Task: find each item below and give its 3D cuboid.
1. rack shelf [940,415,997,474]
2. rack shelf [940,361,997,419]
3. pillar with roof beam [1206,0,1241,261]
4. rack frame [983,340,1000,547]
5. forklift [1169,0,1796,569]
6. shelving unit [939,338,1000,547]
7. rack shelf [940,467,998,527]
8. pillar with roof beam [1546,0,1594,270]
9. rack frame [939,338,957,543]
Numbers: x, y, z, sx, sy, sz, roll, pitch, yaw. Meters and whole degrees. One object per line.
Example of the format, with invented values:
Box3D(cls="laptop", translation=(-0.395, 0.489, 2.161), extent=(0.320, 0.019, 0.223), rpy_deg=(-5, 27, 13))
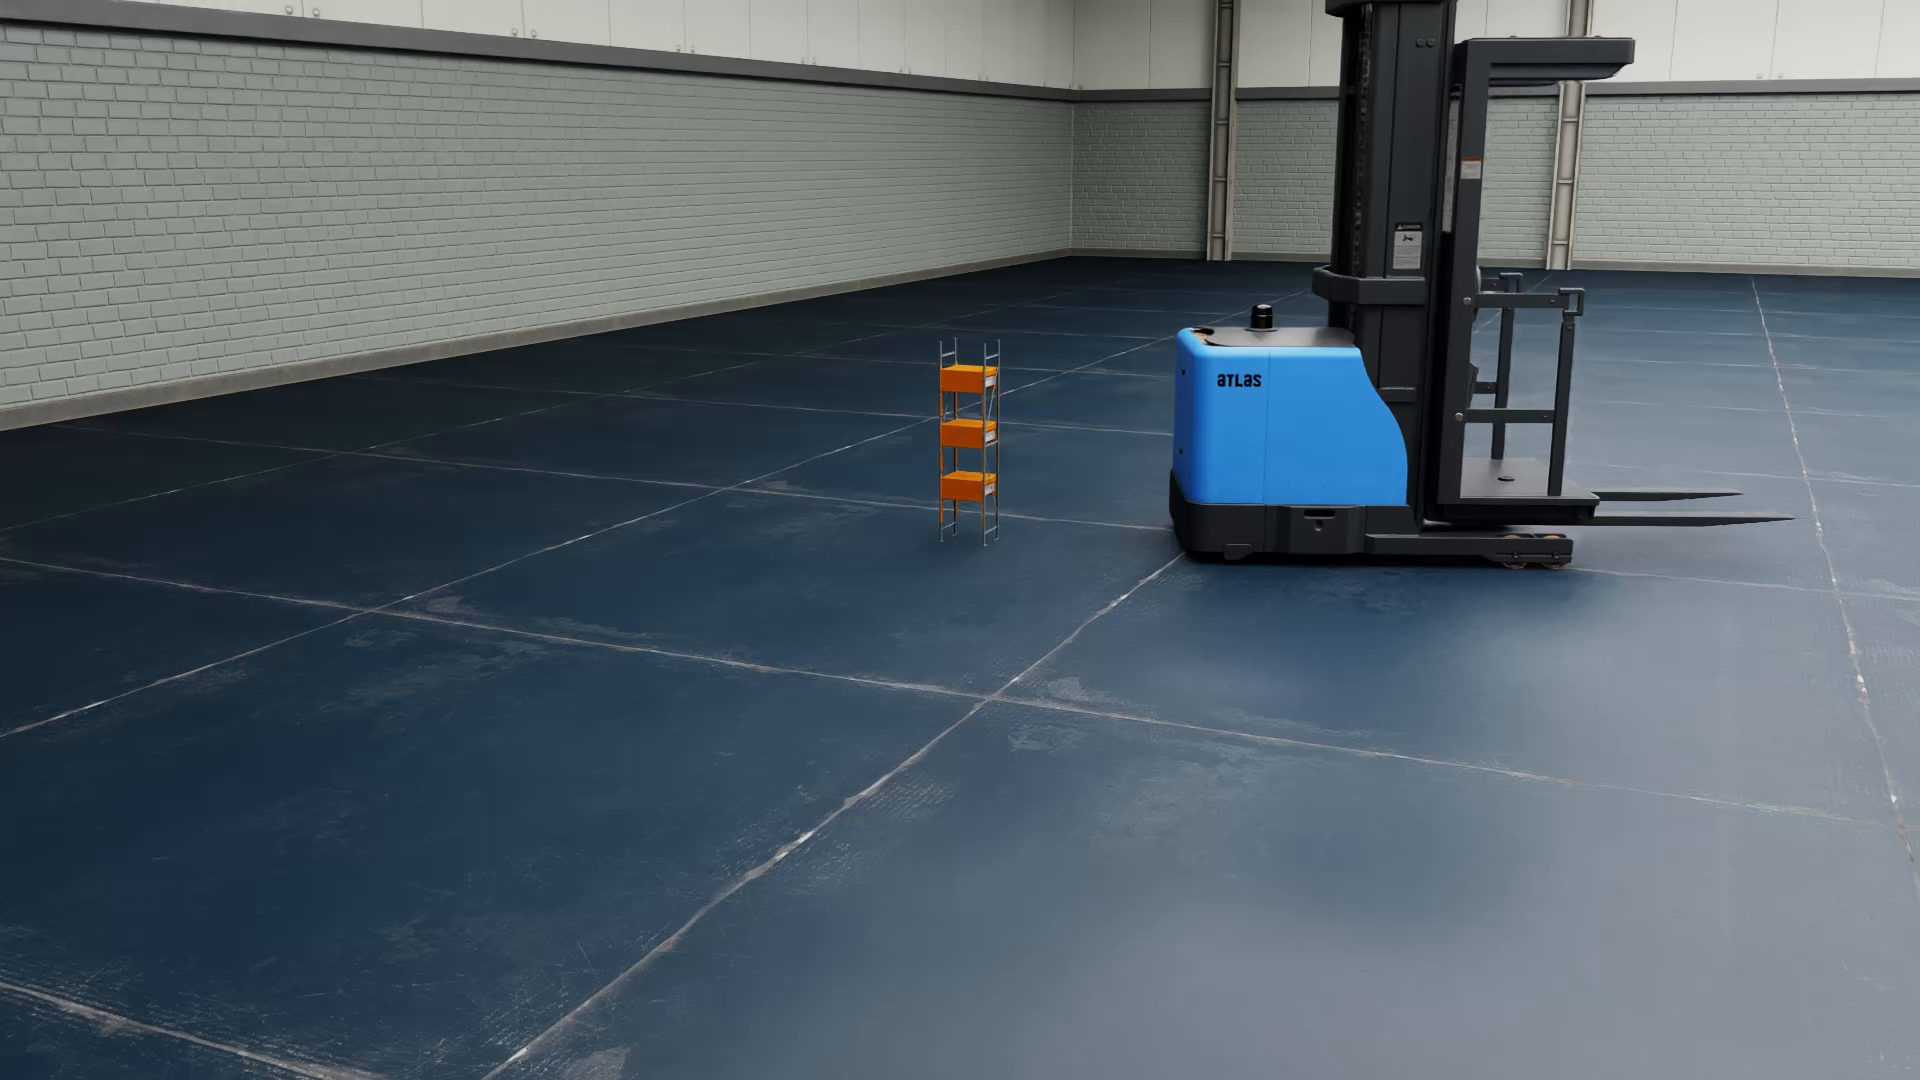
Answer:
Box3D(cls="rack shelf", translation=(0.049, -0.496, 8.616), extent=(0.240, 0.259, 0.215), rpy_deg=(6, 14, 23))
Box3D(cls="rack shelf", translation=(0.049, -0.772, 8.551), extent=(0.240, 0.259, 0.215), rpy_deg=(6, 14, 23))
Box3D(cls="pillar with roof beam", translation=(3.083, -8.703, 26.148), extent=(0.400, 9.000, 9.100), rpy_deg=(6, 14, 23))
Box3D(cls="rack frame", translation=(0.160, -0.495, 8.566), extent=(0.008, 1.050, 0.200), rpy_deg=(6, 14, 23))
Box3D(cls="forklift", translation=(2.646, -1.407, 8.336), extent=(3.031, 2.935, 1.130), rpy_deg=(0, 13, 2))
Box3D(cls="shelving unit", translation=(0.049, -0.506, 8.614), extent=(0.252, 1.050, 0.215), rpy_deg=(6, 14, 23))
Box3D(cls="rack shelf", translation=(0.049, -0.225, 8.680), extent=(0.240, 0.259, 0.215), rpy_deg=(6, 14, 23))
Box3D(cls="pillar with roof beam", translation=(8.569, -8.148, 23.782), extent=(0.400, 9.000, 9.100), rpy_deg=(6, 14, 23))
Box3D(cls="rack frame", translation=(-0.063, -0.517, 8.662), extent=(0.008, 1.050, 0.200), rpy_deg=(6, 14, 23))
